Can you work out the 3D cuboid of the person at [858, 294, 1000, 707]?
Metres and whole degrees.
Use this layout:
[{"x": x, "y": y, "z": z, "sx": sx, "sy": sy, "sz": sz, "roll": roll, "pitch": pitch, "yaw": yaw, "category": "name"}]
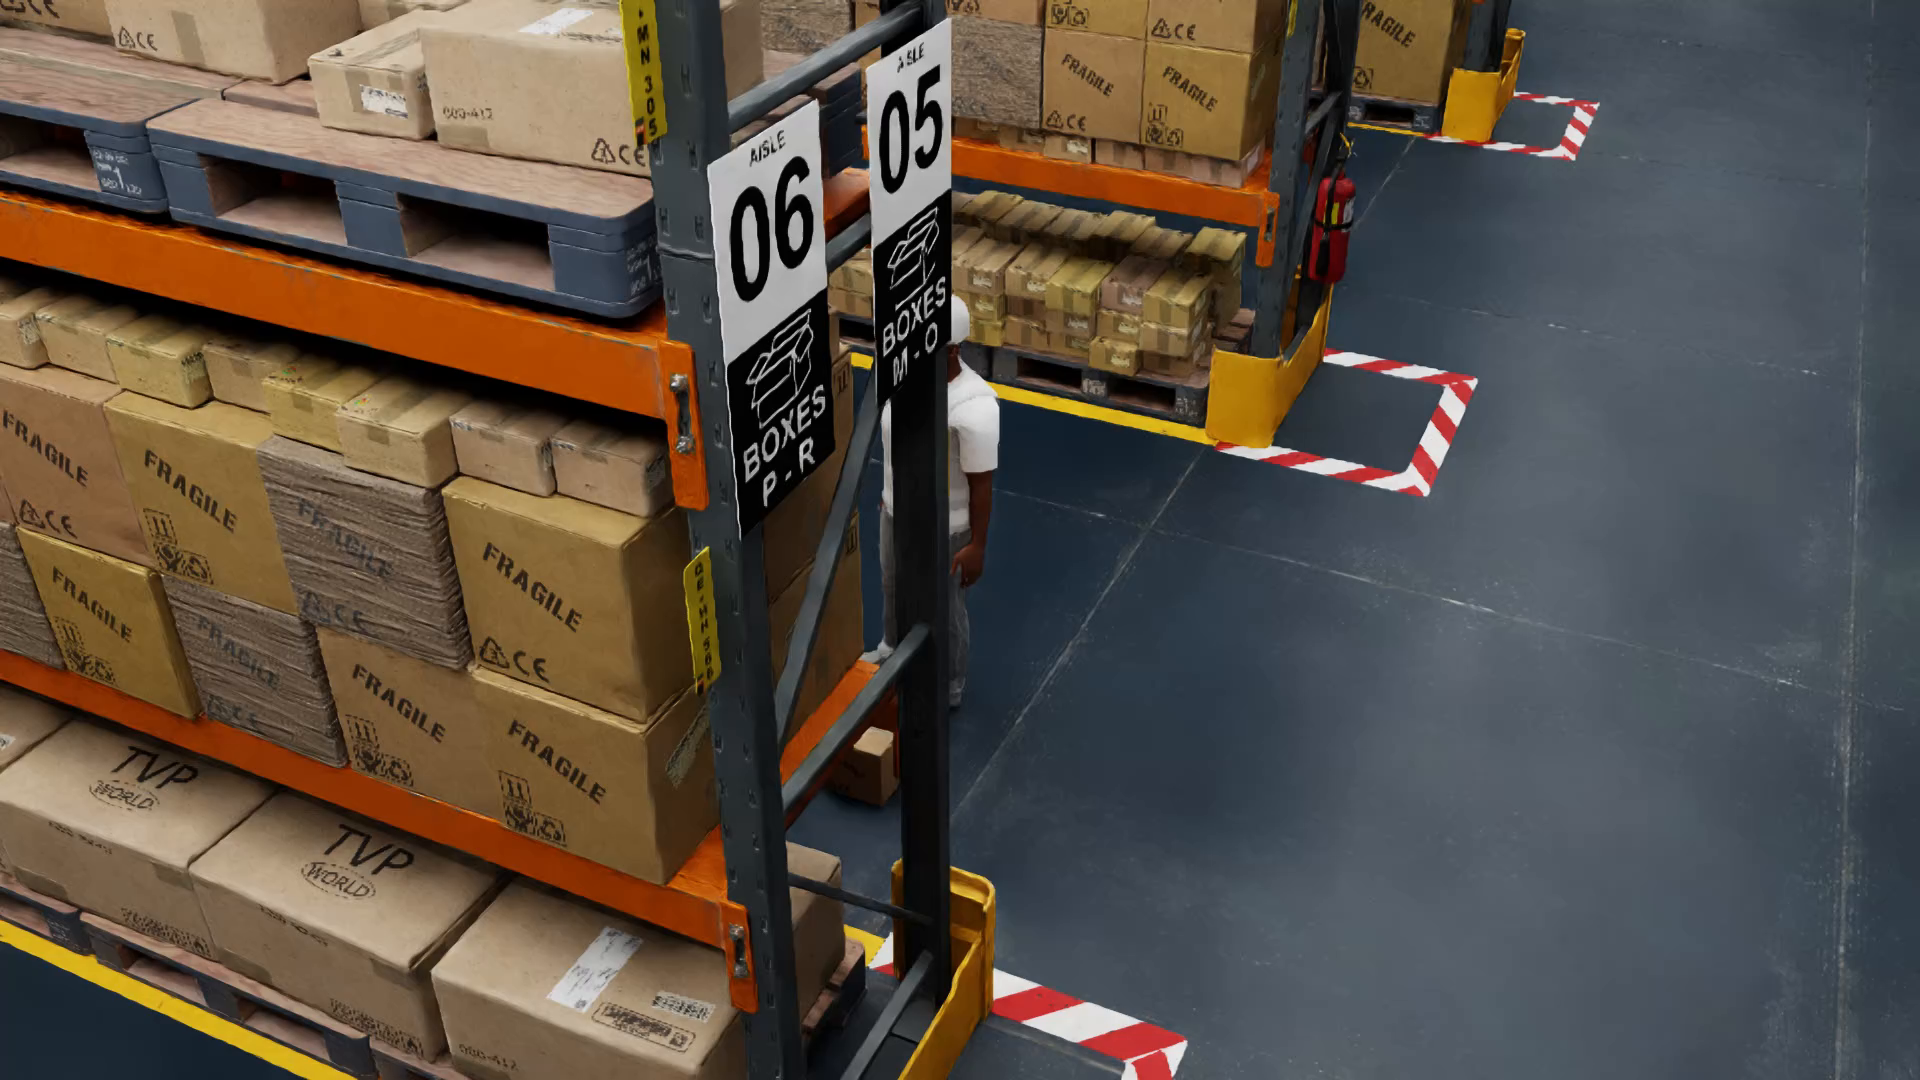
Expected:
[{"x": -0.145, "y": -0.110, "z": 6.270, "sx": 0.421, "sy": 1.773, "sz": 0.683, "roll": -22, "pitch": 39, "yaw": -30, "category": "person"}]
